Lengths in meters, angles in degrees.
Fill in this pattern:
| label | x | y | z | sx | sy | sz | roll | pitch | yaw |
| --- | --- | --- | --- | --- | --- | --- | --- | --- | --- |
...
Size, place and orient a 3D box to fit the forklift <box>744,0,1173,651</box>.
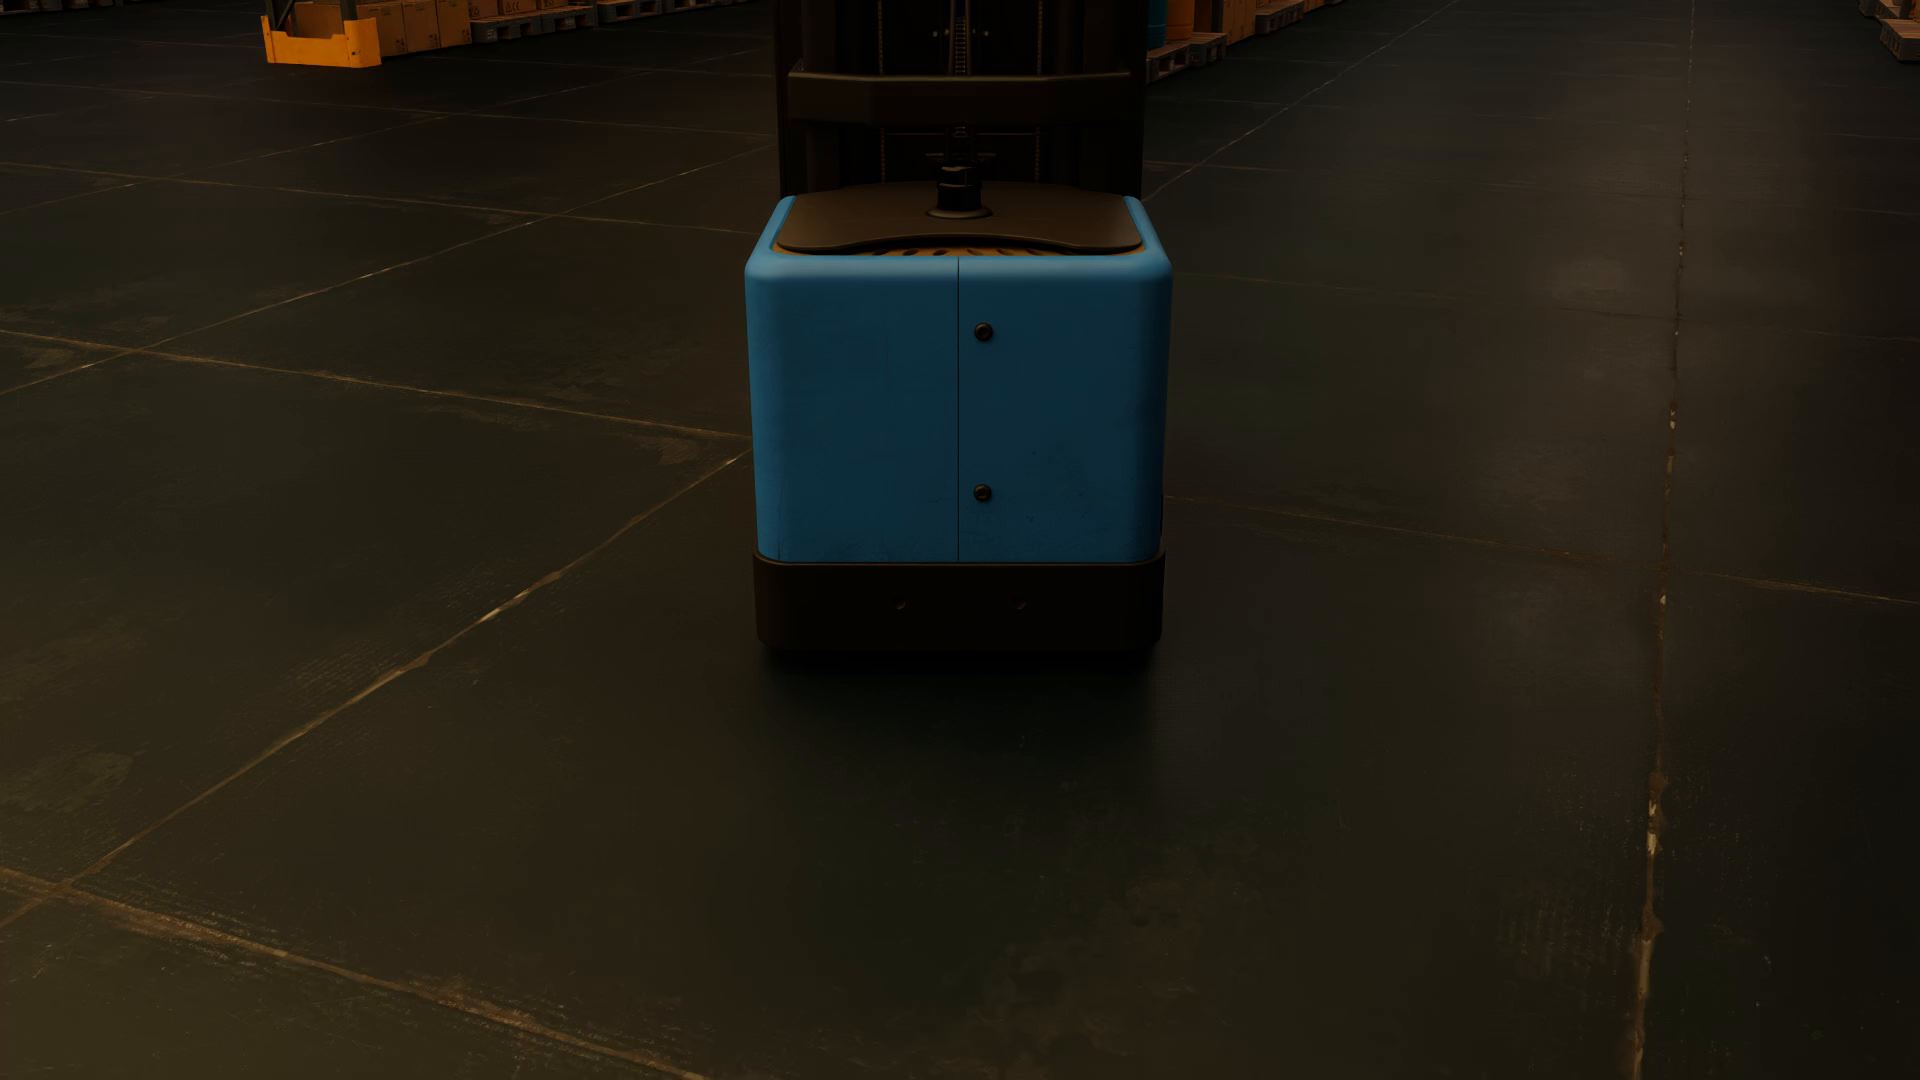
| label | x | y | z | sx | sy | sz | roll | pitch | yaw |
| --- | --- | --- | --- | --- | --- | --- | --- | --- | --- |
| forklift | 0.002 | -1.587 | 5.089 | 1.130 | 2.935 | 3.031 | 0 | 23 | 0 |
